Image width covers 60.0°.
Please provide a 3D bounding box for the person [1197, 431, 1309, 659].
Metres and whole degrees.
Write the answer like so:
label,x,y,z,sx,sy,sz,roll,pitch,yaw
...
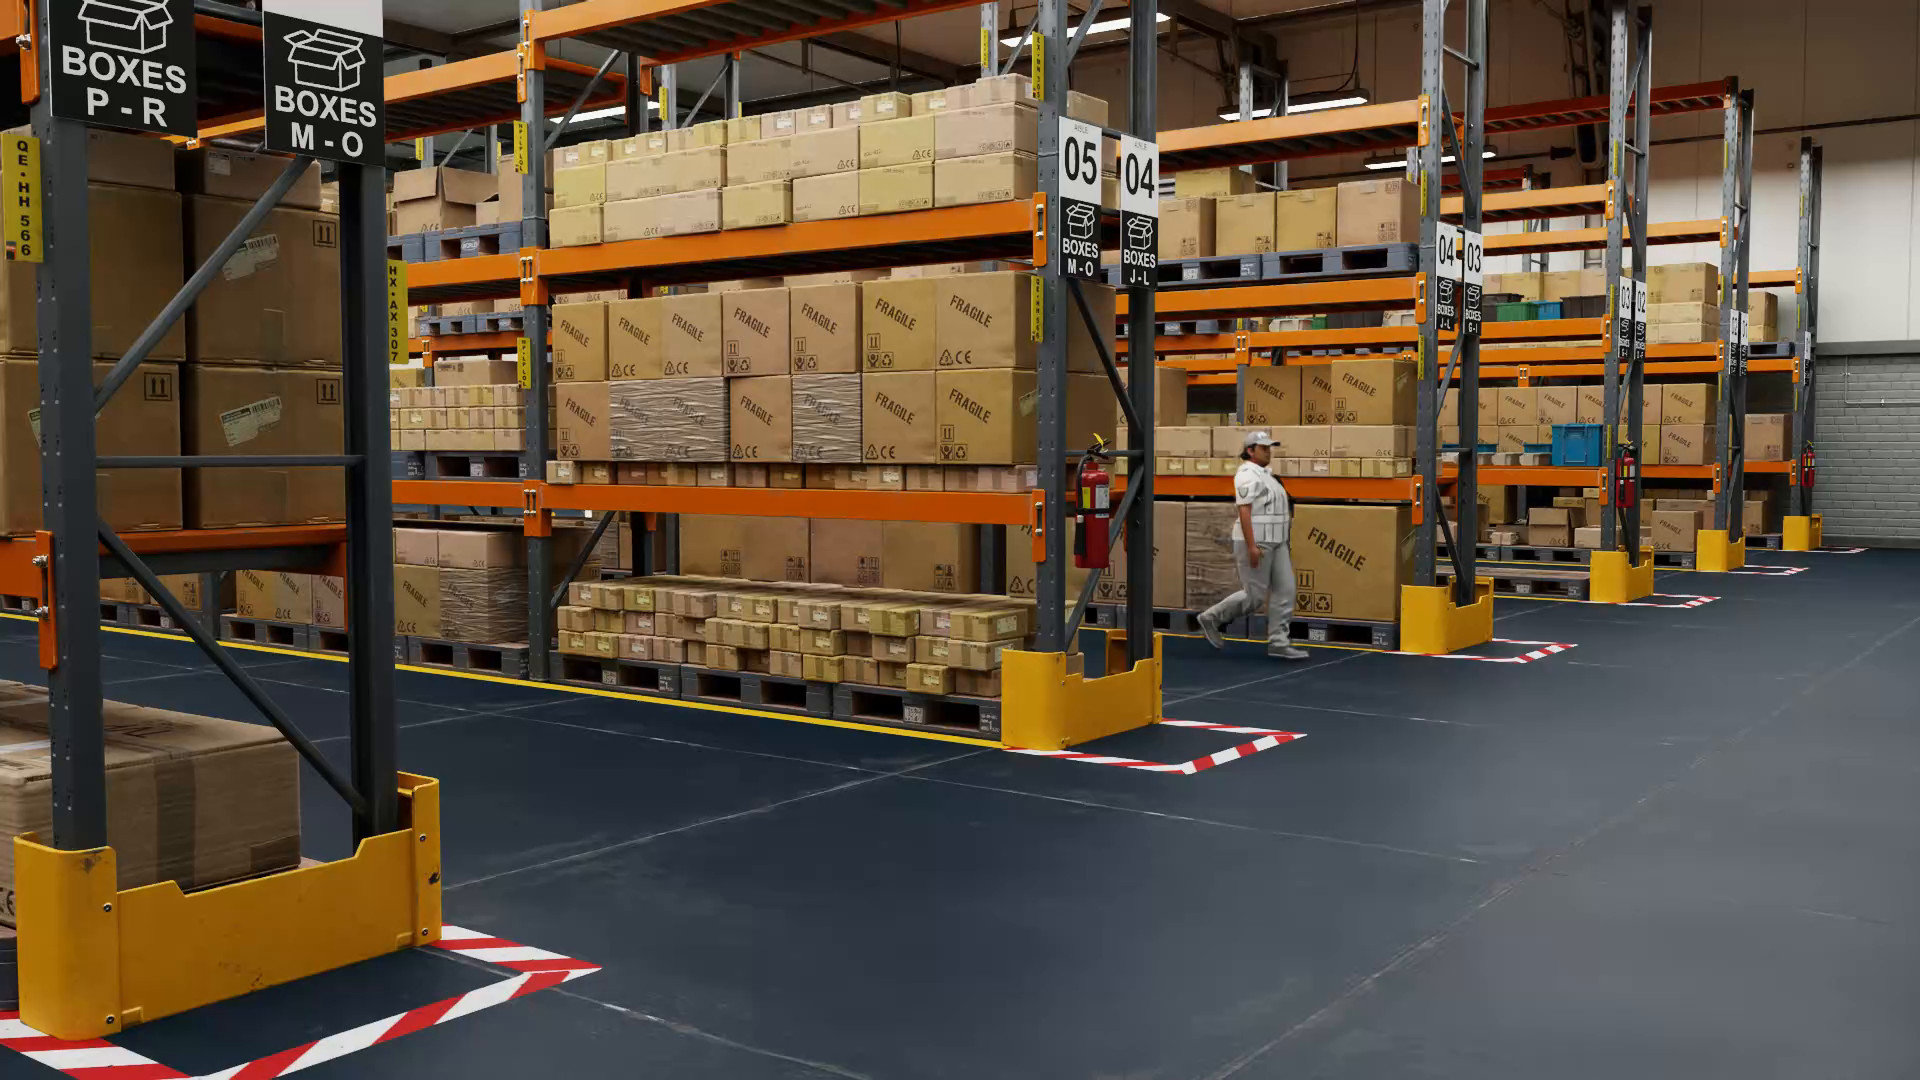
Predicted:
label,x,y,z,sx,sy,sz,roll,pitch,yaw
person,2.132,0.029,12.008,0.780,1.631,0.496,2,4,36
